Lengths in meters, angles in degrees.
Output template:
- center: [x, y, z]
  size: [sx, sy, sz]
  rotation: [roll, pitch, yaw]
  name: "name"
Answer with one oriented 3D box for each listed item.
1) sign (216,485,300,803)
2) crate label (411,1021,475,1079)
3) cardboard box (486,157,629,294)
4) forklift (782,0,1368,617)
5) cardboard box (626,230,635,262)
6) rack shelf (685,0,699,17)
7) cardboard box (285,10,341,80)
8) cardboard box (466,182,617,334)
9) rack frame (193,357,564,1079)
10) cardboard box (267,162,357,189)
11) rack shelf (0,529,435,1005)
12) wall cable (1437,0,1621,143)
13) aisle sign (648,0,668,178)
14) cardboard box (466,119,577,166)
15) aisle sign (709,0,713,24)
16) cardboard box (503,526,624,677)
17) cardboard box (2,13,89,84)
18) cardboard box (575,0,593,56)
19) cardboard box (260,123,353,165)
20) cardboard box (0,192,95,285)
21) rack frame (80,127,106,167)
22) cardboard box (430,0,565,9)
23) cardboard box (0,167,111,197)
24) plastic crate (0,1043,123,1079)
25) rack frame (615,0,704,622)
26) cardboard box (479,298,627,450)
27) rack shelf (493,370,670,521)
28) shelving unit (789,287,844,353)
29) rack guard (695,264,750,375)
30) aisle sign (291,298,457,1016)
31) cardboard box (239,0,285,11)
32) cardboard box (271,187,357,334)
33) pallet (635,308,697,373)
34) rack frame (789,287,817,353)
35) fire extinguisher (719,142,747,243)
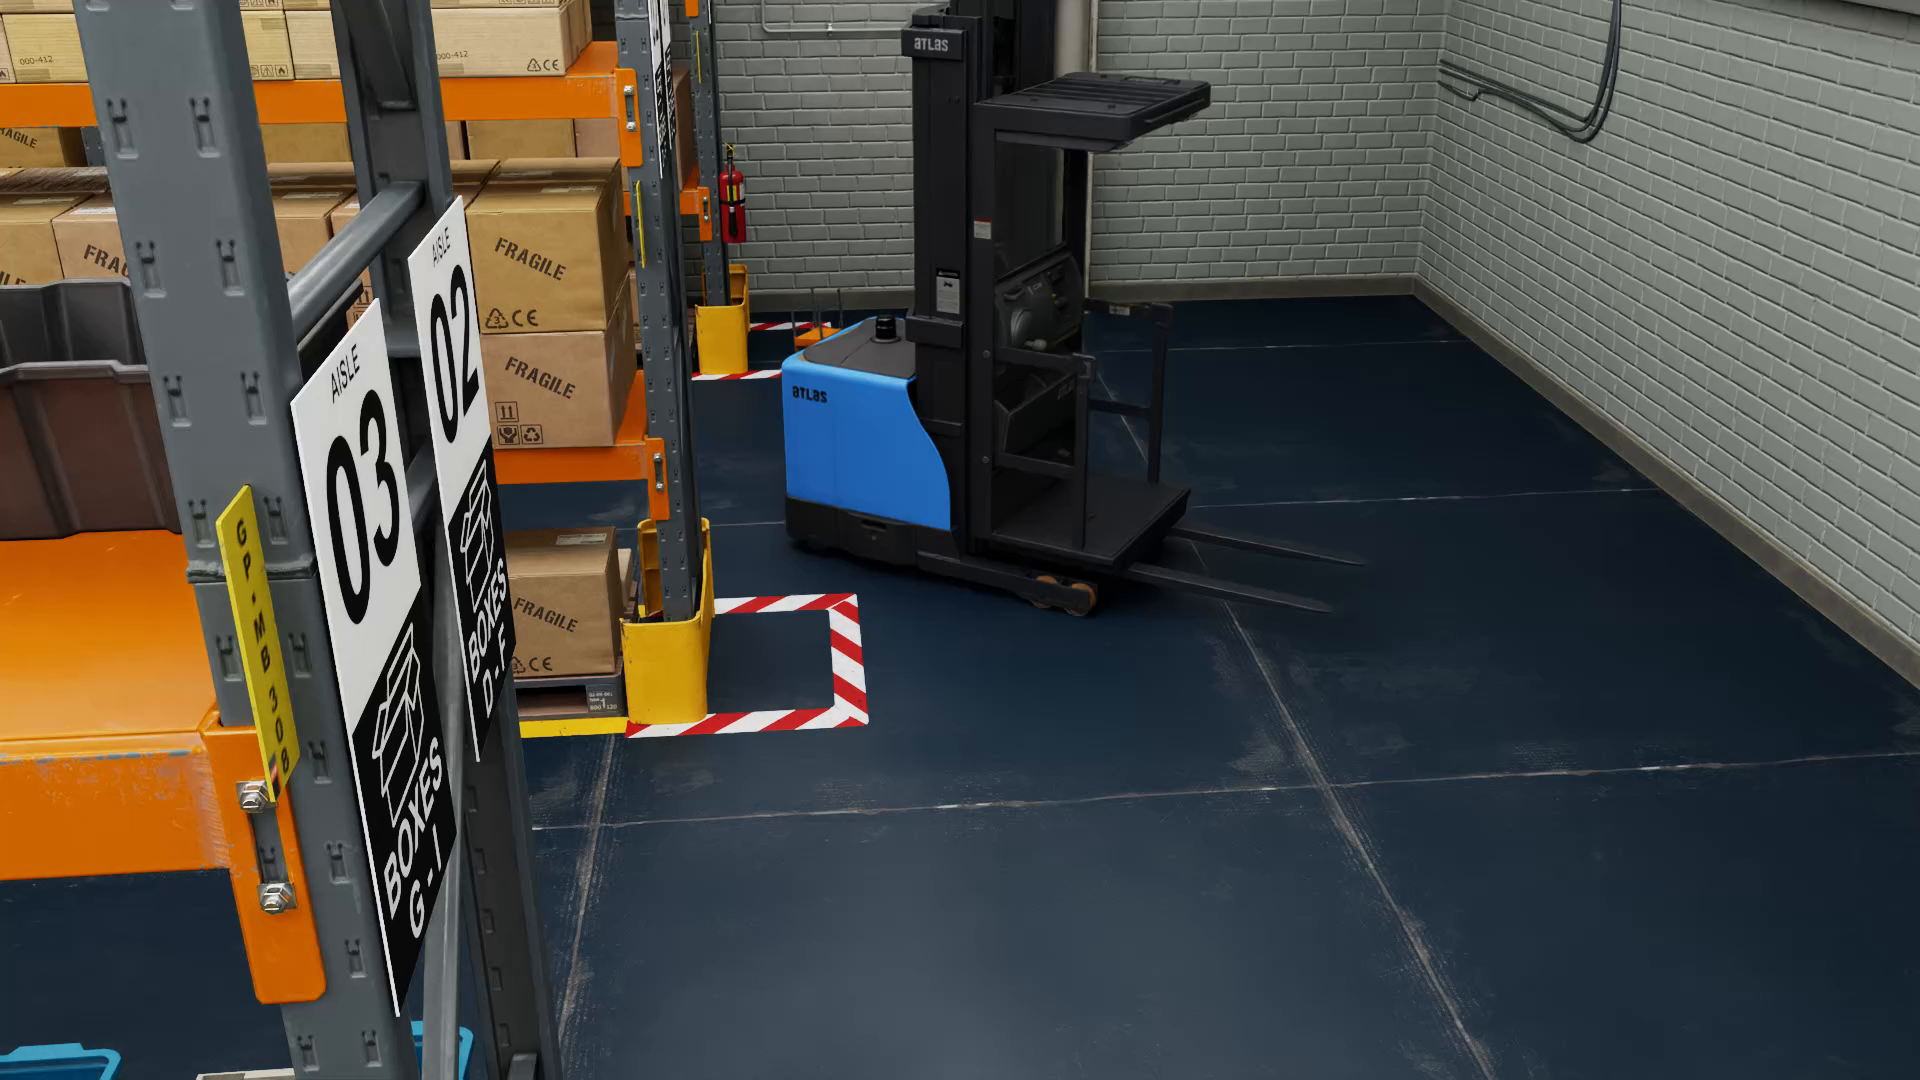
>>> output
- center: [-0.733, 0.111, 1.742]
  size: [0.005, 0.325, 0.100]
  rotation: [-2, 24, -5]
  name: "sign"
- center: [-1.081, 1.138, 3.128]
  size: [0.303, 0.233, 0.416]
  rotation: [-2, 24, -5]
  name: "crate label"
- center: [-1.754, -1.381, 7.311]
  size: [0.500, 0.500, 0.500]
  rotation: [-2, 24, -4]
  name: "cardboard box"
- center: [0.587, -1.200, 8.340]
  size: [3.031, 2.935, 1.130]
  rotation: [12, 27, 25]
  name: "forklift"
- center: [-2.359, -2.156, 12.168]
  size: [0.250, 0.149, 0.380]
  rotation: [-2, 24, -5]
  name: "cardboard box"
- center: [-3.767, -3.754, 11.196]
  size: [4.000, 0.370, 1.077]
  rotation: [-2, 24, -5]
  name: "rack shelf"
- center: [-2.270, -1.949, 6.434]
  size: [0.500, 0.250, 0.500]
  rotation: [-2, 24, -5]
  name: "cardboard box"
- center: [-1.702, -1.164, 6.821]
  size: [0.500, 0.500, 0.500]
  rotation: [-3, 24, -6]
  name: "cardboard box"
- center: [-0.803, 1.212, 2.829]
  size: [0.127, 3.000, 1.000]
  rotation: [-2, 24, -5]
  name: "rack frame"
- center: [-2.772, -1.339, 7.216]
  size: [0.500, 0.500, 0.500]
  rotation: [-2, 24, -4]
  name: "cardboard box"
- center: [-2.793, 0.250, 2.186]
  size: [4.000, 0.370, 1.077]
  rotation: [-2, 24, -5]
  name: "rack shelf"
- center: [3.887, -4.196, 11.434]
  size: [0.112, 2.526, 3.097]
  rotation: [-2, 24, -5]
  name: "wall cable"
- center: [-1.188, -1.857, 6.534]
  size: [0.004, 0.787, 0.394]
  rotation: [-2, 24, -5]
  name: "aisle sign"
- center: [-3.006, -2.871, 11.647]
  size: [0.700, 0.700, 0.980]
  rotation: [-2, 24, -6]
  name: "cardboard box"
- center: [-1.676, -3.862, 11.044]
  size: [0.004, 0.787, 0.394]
  rotation: [-2, 24, -5]
  name: "aisle sign"
- center: [-1.803, 0.273, 7.480]
  size: [0.500, 0.500, 0.500]
  rotation: [-2, 24, -5]
  name: "cardboard box"
- center: [-3.266, -1.911, 6.347]
  size: [0.500, 0.250, 0.500]
  rotation: [-2, 24, -5]
  name: "cardboard box"
- center: [-1.823, -2.174, 6.940]
  size: [0.500, 0.250, 0.500]
  rotation: [-2, 24, -5]
  name: "cardboard box"
- center: [-4.489, -2.811, 11.513]
  size: [0.700, 0.700, 0.980]
  rotation: [-3, 24, -6]
  name: "cardboard box"
- center: [-3.745, -1.079, 6.630]
  size: [0.500, 0.500, 0.500]
  rotation: [-3, 24, -7]
  name: "cardboard box"
- center: [-5.757, -2.632, 11.479]
  size: [0.127, 3.000, 1.000]
  rotation: [-2, 24, -5]
  name: "rack frame"
- center: [-1.772, -2.197, 6.376]
  size: [0.500, 0.250, 0.500]
  rotation: [-2, 24, -5]
  name: "cardboard box"
- center: [-3.778, -1.299, 7.126]
  size: [0.500, 0.500, 0.500]
  rotation: [-2, 24, -5]
  name: "cardboard box"
- center: [-1.736, 1.165, 3.069]
  size: [0.300, 0.233, 0.416]
  rotation: [-2, 24, -5]
  name: "plastic crate"
- center: [-1.286, -0.790, 7.334]
  size: [0.127, 3.000, 1.000]
  rotation: [-2, 24, -5]
  name: "rack frame"
- center: [-1.705, -0.708, 7.026]
  size: [0.500, 0.500, 0.500]
  rotation: [-2, 24, -4]
  name: "cardboard box"
- center: [-3.277, -0.381, 7.300]
  size: [4.000, 0.370, 1.077]
  rotation: [-2, 24, -5]
  name: "rack shelf"
- center: [-0.782, -0.851, 9.671]
  size: [0.189, 1.200, 0.258]
  rotation: [8, 25, 28]
  name: "shelving unit"
- center: [-1.753, -1.651, 12.348]
  size: [0.348, 0.500, 1.175]
  rotation: [-2, 24, -5]
  name: "rack guard"
- center: [-0.703, 0.140, 2.041]
  size: [0.004, 0.787, 0.394]
  rotation: [-2, 24, -5]
  name: "aisle sign"
- center: [-2.768, -2.158, 6.289]
  size: [0.500, 0.250, 0.500]
  rotation: [-2, 24, -5]
  name: "cardboard box"
- center: [-2.720, -1.120, 6.724]
  size: [0.500, 0.500, 0.500]
  rotation: [-2, 24, -4]
  name: "cardboard box"
- center: [-2.565, -1.454, 12.262]
  size: [1.213, 0.211, 1.003]
  rotation: [-2, 24, -5]
  name: "pallet"
- center: [-0.862, -0.861, 9.715]
  size: [0.006, 1.200, 0.240]
  rotation: [8, 25, 28]
  name: "rack frame"
- center: [-1.581, -2.406, 11.524]
  size: [0.183, 0.674, 0.296]
  rotation: [-2, 24, -5]
  name: "fire extinguisher"
